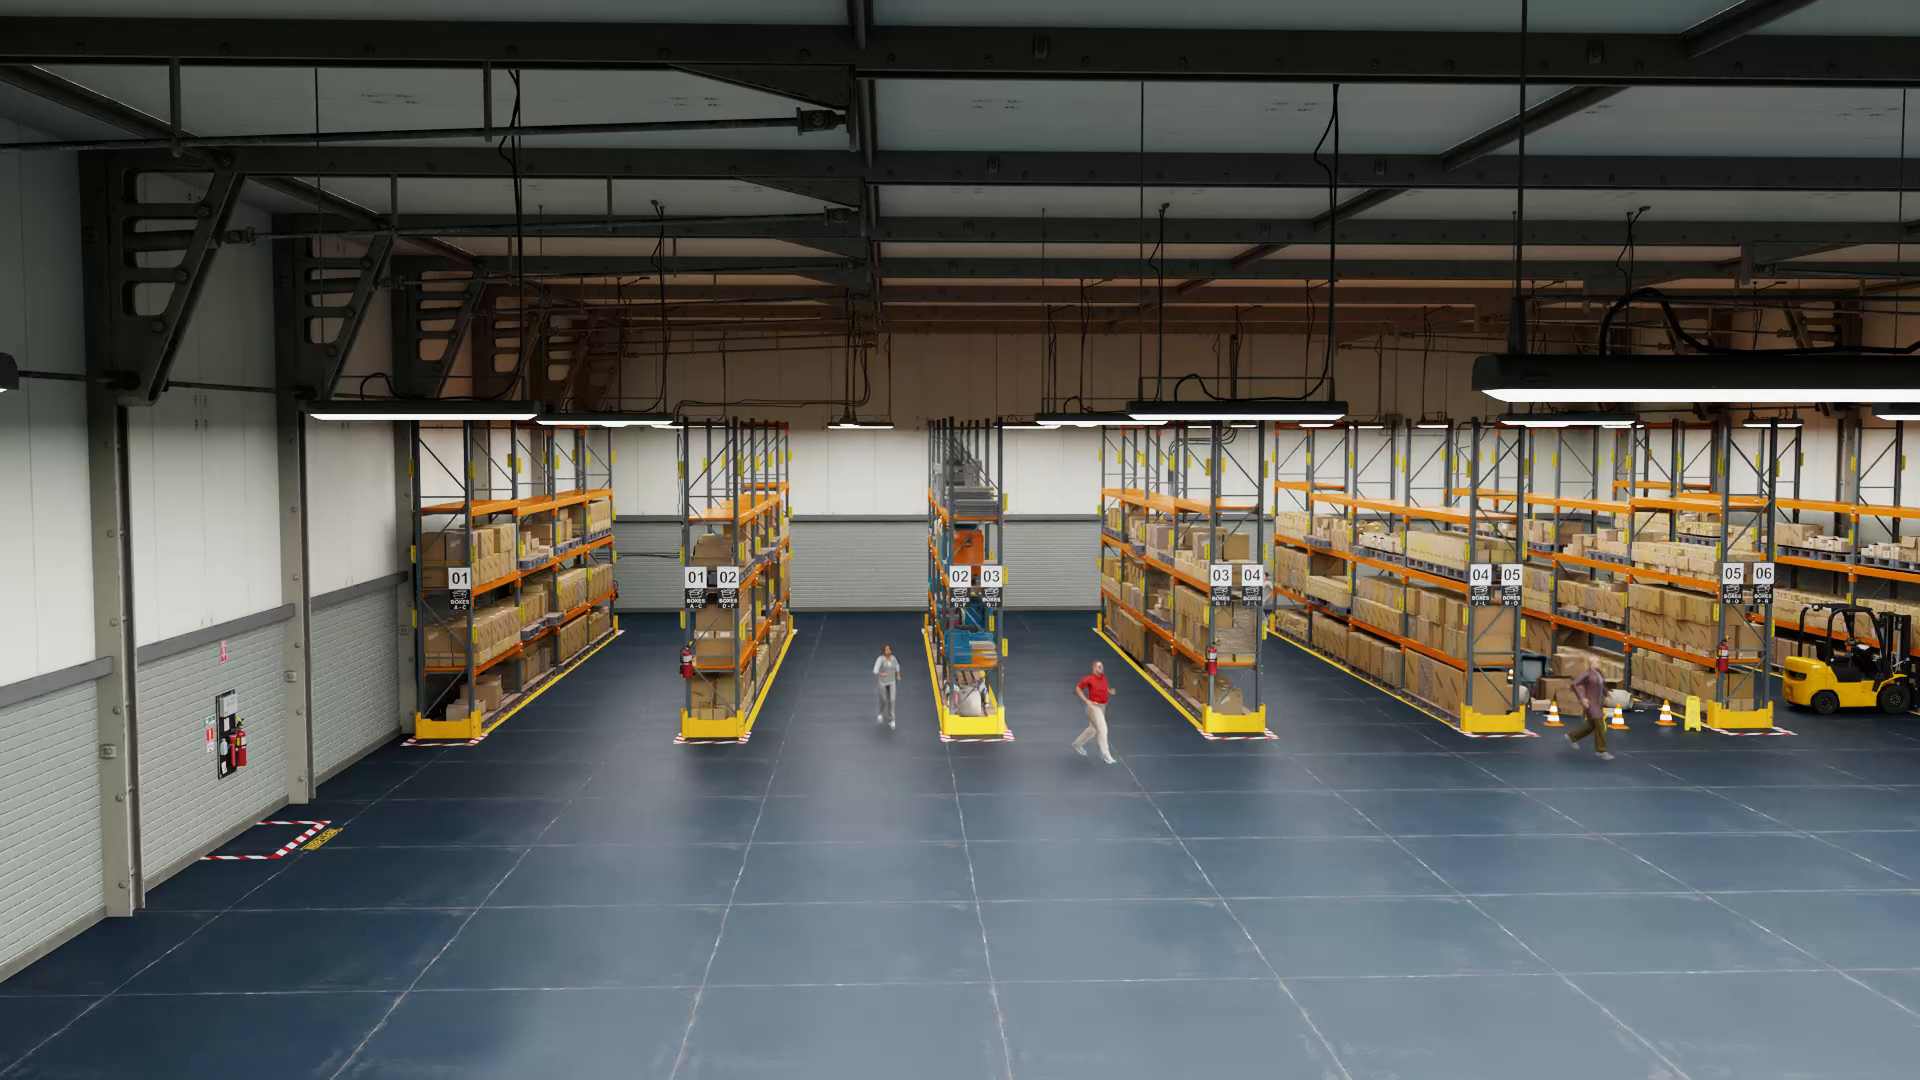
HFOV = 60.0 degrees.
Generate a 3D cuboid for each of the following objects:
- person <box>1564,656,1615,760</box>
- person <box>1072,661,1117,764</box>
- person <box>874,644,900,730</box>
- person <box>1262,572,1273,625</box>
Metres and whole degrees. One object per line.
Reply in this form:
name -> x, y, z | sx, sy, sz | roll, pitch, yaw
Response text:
person -> 11.113, 2.928, 29.310 | 0.717, 1.789, 0.984 | -4, 5, -44
person -> 2.371, 2.975, 28.963 | 0.891, 1.762, 0.640 | 2, 4, 32
person -> -1.419, 2.820, 32.224 | 0.560, 1.638, 0.752 | -1, 4, -17
person -> 8.875, 1.739, 48.714 | 0.580, 1.626, 0.627 | -1, 4, -22
